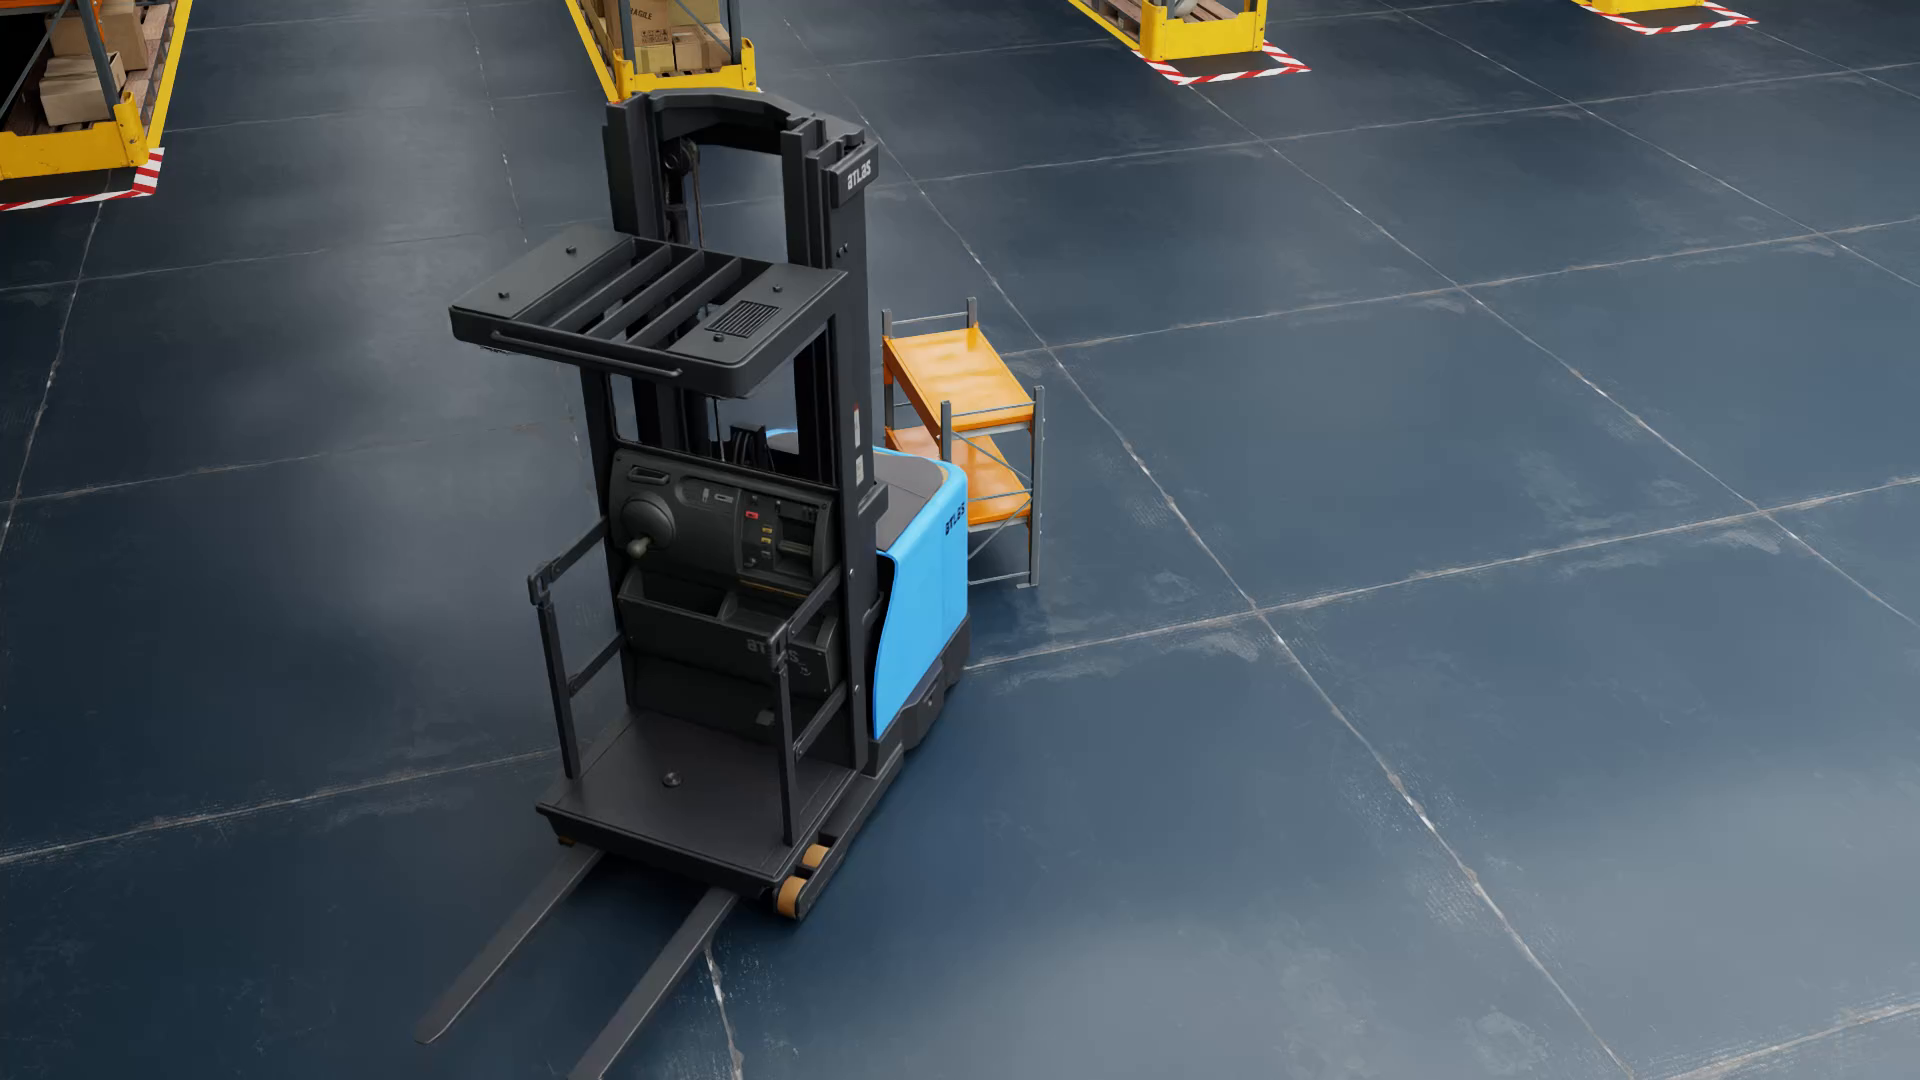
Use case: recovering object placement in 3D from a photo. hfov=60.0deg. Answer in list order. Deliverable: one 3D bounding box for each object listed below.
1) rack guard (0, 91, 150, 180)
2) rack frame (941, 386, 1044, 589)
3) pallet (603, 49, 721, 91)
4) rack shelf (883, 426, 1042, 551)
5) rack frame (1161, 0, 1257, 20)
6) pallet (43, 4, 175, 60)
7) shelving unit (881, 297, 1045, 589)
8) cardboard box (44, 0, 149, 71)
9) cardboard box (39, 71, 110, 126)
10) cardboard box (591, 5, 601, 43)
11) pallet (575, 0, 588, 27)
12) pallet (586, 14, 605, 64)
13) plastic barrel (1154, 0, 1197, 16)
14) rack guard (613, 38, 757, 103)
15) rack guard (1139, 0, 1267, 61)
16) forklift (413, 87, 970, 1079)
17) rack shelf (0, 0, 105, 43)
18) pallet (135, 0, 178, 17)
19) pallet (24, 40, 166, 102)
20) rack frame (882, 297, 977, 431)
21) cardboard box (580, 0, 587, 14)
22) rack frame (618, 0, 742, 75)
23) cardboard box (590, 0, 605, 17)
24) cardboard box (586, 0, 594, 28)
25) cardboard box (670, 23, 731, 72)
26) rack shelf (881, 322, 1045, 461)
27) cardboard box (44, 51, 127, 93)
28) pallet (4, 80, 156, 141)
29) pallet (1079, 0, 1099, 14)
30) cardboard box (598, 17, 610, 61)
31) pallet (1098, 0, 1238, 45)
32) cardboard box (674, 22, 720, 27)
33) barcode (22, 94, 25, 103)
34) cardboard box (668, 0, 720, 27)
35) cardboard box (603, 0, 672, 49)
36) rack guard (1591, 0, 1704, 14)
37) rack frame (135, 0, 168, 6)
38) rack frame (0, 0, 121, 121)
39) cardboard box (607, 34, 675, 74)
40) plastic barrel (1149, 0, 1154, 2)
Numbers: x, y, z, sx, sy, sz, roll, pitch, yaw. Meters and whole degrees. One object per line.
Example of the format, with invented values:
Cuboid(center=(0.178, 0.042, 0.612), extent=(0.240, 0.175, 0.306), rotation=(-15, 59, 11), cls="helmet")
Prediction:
Cuboid(center=(-7.104, -3.194, 13.130), extent=(1.175, 0.500, 0.348), rotation=(-10, 35, -15), cls="rack guard")
Cuboid(center=(0.153, -0.206, 8.041), extent=(0.500, 1.125, 0.032), rotation=(-10, 35, -15), cls="rack frame")
Cuboid(center=(-2.638, -4.263, 15.009), extent=(1.003, 0.211, 1.213), rotation=(-10, 35, -15), cls="pallet")
Cuboid(center=(-0.002, -0.269, 8.580), extent=(0.538, 0.278, 1.000), rotation=(-10, 35, -15), cls="rack shelf")
Cuboid(center=(2.354, -5.863, 14.901), extent=(1.000, 3.000, 0.127), rotation=(-10, 35, -15), cls="rack frame")
Cuboid(center=(-8.063, -4.787, 15.802), extent=(1.003, 0.211, 1.213), rotation=(-10, 35, -15), cls="pallet")
Cuboid(center=(-0.002, -0.473, 8.445), extent=(0.538, 1.125, 1.048), rotation=(-10, 35, -15), cls="shelving unit")
Cuboid(center=(-7.556, -4.409, 14.569), extent=(0.700, 0.500, 0.500), rotation=(-12, 35, -18), cls="cardboard box")
Cuboid(center=(-7.206, -3.637, 13.573), extent=(0.500, 0.311, 0.500), rotation=(-14, 36, -20), cls="cardboard box")
Cuboid(center=(-3.128, -4.814, 15.428), extent=(0.500, 0.250, 0.500), rotation=(-10, 35, -15), cls="cardboard box")
Cuboid(center=(-3.382, -5.544, 16.948), extent=(1.003, 0.211, 1.213), rotation=(-10, 35, -15), cls="pallet")
Cuboid(center=(-3.006, -4.902, 15.977), extent=(1.003, 0.211, 1.213), rotation=(-10, 35, -15), cls="pallet")
Cuboid(center=(2.080, -5.333, 15.975), extent=(0.421, 0.512, 0.421), rotation=(0, 33, 0), cls="plastic barrel")
Cuboid(center=(-2.357, -3.976, 14.314), extent=(1.175, 0.500, 0.348), rotation=(-10, 35, -15), cls="rack guard")
Cuboid(center=(2.286, -4.852, 15.639), extent=(1.175, 0.500, 0.348), rotation=(-10, 35, -15), cls="rack guard")
Cuboid(center=(-0.993, -0.010, 6.106), extent=(1.130, 2.935, 3.031), rotation=(13, 36, 19), cls="forklift")
Cuboid(center=(-7.691, -4.947, 14.168), extent=(1.077, 0.370, 4.000), rotation=(-10, 35, -15), cls="rack shelf")
Cuboid(center=(-8.540, -5.542, 16.945), extent=(1.003, 0.211, 1.213), rotation=(-10, 35, -15), cls="pallet")
Cuboid(center=(-7.687, -4.145, 14.831), extent=(1.003, 0.211, 1.213), rotation=(-10, 35, -15), cls="pallet")
Cuboid(center=(-0.157, -0.740, 8.849), extent=(0.500, 1.125, 0.032), rotation=(-10, 35, -15), cls="rack frame")
Cuboid(center=(-3.437, -5.339, 16.221), extent=(0.500, 0.250, 0.500), rotation=(-10, 35, -15), cls="cardboard box")
Cuboid(center=(-2.364, -5.032, 13.644), extent=(1.000, 3.000, 0.127), rotation=(-10, 35, -15), cls="rack frame")
Cuboid(center=(-3.130, -5.127, 15.221), extent=(0.500, 0.500, 0.500), rotation=(-10, 35, -15), cls="cardboard box")
Cuboid(center=(-3.278, -5.077, 15.826), extent=(0.500, 0.250, 0.500), rotation=(-10, 35, -15), cls="cardboard box")
Cuboid(center=(-2.316, -4.379, 14.769), extent=(0.500, 0.250, 0.500), rotation=(-10, 35, -15), cls="cardboard box")
Cuboid(center=(-0.002, -0.717, 8.284), extent=(0.538, 0.278, 1.000), rotation=(-10, 35, -15), cls="rack shelf")
Cuboid(center=(-7.380, -3.936, 14.026), extent=(0.500, 0.311, 0.500), rotation=(-7, 34, -11), cls="cardboard box")
Cuboid(center=(-7.318, -3.506, 13.864), extent=(1.003, 0.211, 1.213), rotation=(-10, 35, -15), cls="pallet")
Cuboid(center=(1.675, -5.798, 17.333), extent=(1.003, 0.211, 1.213), rotation=(-10, 35, -15), cls="pallet")
Cuboid(center=(-2.973, -4.552, 15.031), extent=(0.500, 0.250, 0.500), rotation=(-10, 35, -15), cls="cardboard box")
Cuboid(center=(2.043, -5.159, 16.365), extent=(1.003, 0.211, 1.213), rotation=(-10, 35, -15), cls="pallet")
Cuboid(center=(-2.472, -4.641, 15.165), extent=(0.500, 0.250, 0.500), rotation=(-10, 35, -15), cls="cardboard box")
Cuboid(center=(-7.593, -3.583, 13.483), extent=(0.001, 0.075, 0.075), rotation=(-10, 35, -15), cls="barcode")
Cuboid(center=(-2.471, -4.954, 14.959), extent=(0.500, 0.500, 0.500), rotation=(-10, 35, -15), cls="cardboard box")
Cuboid(center=(-2.811, -4.604, 14.430), extent=(0.500, 0.500, 0.500), rotation=(-10, 35, -15), cls="cardboard box")
Cuboid(center=(7.048, -5.693, 16.911), extent=(1.175, 0.500, 0.348), rotation=(-10, 35, -15), cls="rack guard")
Cuboid(center=(-8.301, -6.297, 15.558), extent=(1.000, 3.000, 0.127), rotation=(-10, 35, -15), cls="rack frame")
Cuboid(center=(-7.081, -4.197, 12.380), extent=(1.000, 3.000, 0.127), rotation=(-10, 35, -15), cls="rack frame")
Cuboid(center=(-2.809, -4.292, 14.637), extent=(0.500, 0.250, 0.500), rotation=(-10, 35, -15), cls="cardboard box")
Cuboid(center=(1.928, -5.596, 16.373), extent=(0.421, 0.512, 0.421), rotation=(0, 33, 0), cls="plastic barrel")
